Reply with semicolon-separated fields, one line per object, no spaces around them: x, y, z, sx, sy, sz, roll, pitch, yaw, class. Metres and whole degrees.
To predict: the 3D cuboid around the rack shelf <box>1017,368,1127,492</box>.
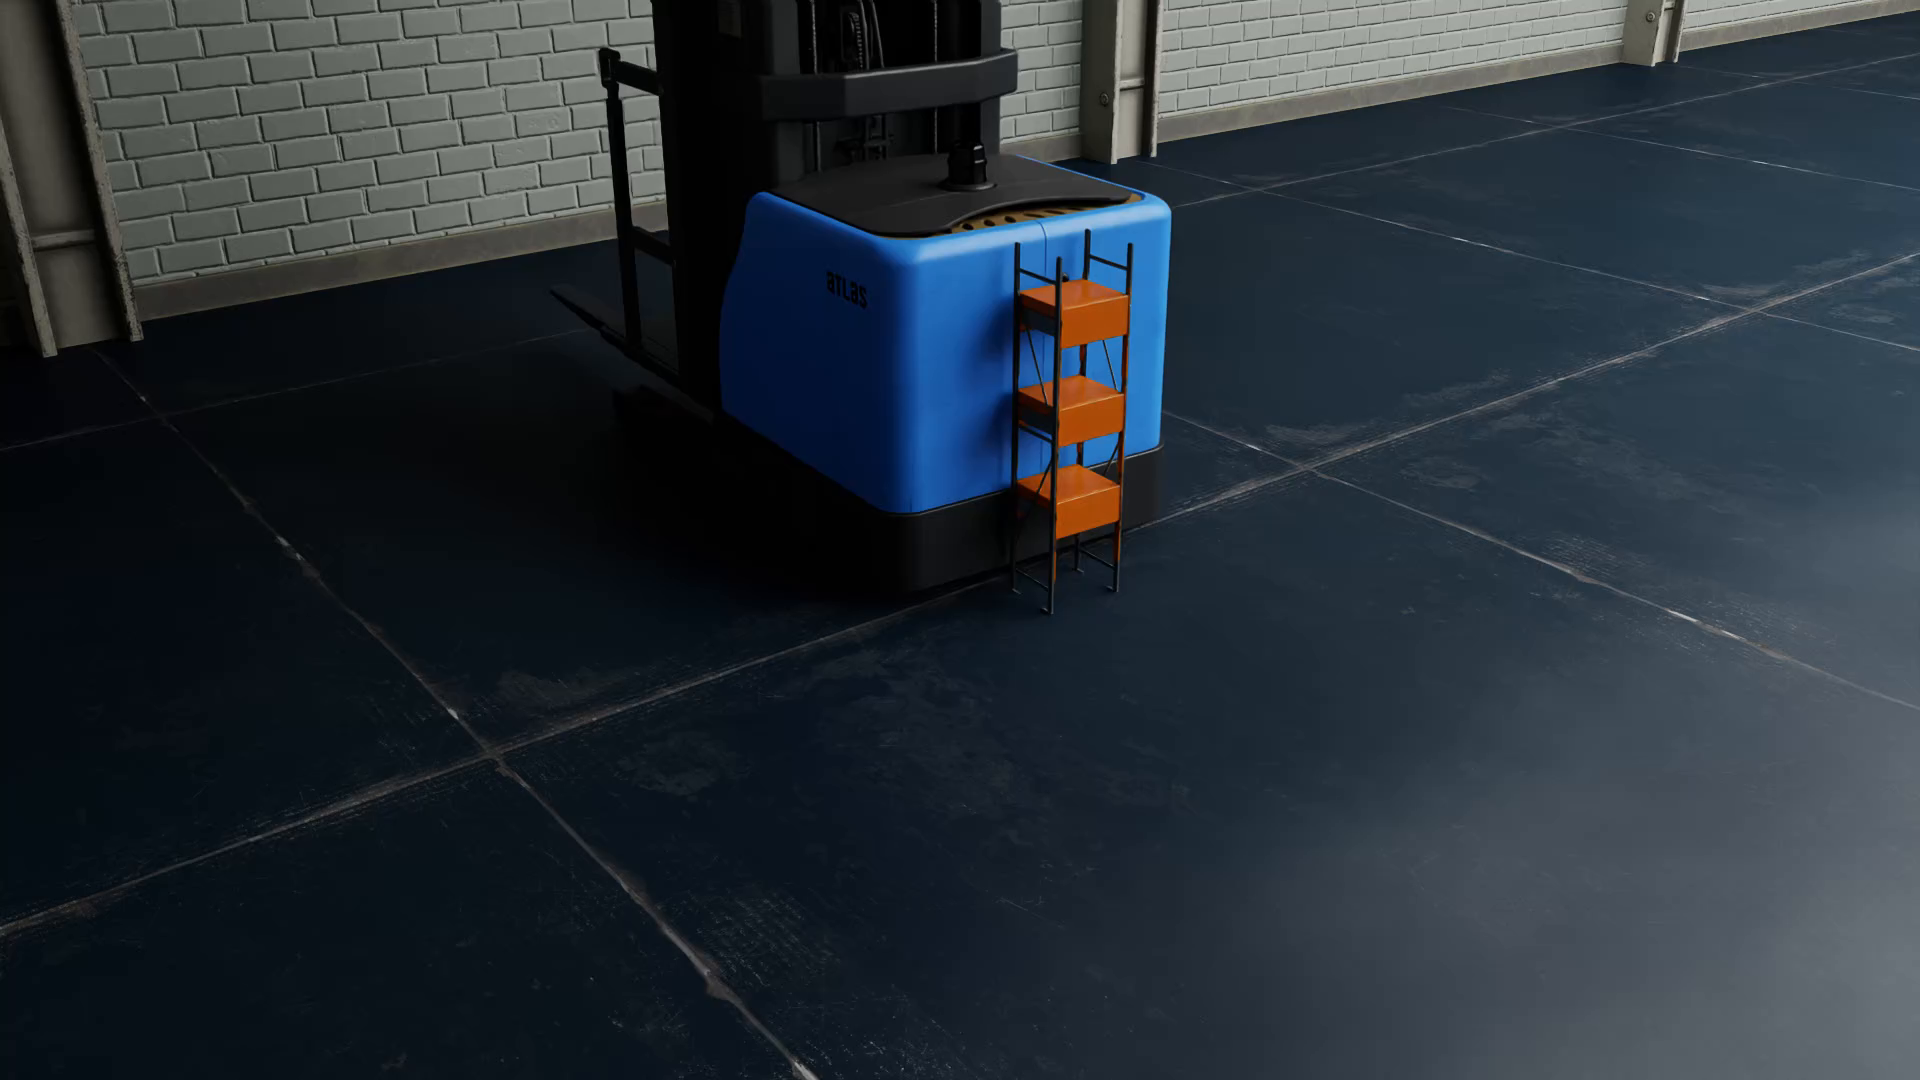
0.307;-0.314;4.706;0.240;0.259;0.215;-16;30;-31;rack shelf

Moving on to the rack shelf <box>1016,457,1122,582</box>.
0.307;-0.062;4.823;0.240;0.259;0.215;-16;30;-31;rack shelf

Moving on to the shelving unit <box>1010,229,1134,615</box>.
0.307;-0.324;4.701;0.252;1.050;0.215;-16;30;-31;shelving unit

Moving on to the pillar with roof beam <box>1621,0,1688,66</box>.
8.367;-6.629;8.844;0.400;9.000;9.100;-18;31;-34;pillar with roof beam

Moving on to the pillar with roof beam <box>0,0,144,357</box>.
-1.076;-3.512;2.127;0.400;9.000;9.100;-18;31;-34;pillar with roof beam

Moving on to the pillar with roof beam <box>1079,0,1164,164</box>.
3.646;-5.070;5.486;0.400;9.000;9.100;-18;31;-34;pillar with roof beam

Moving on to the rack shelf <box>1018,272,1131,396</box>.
0.307;-0.572;4.586;0.240;0.259;0.215;-16;30;-31;rack shelf

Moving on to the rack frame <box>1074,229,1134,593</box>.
0.407;-0.354;4.765;0.008;1.050;0.200;-16;30;-31;rack frame

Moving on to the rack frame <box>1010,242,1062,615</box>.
0.207;-0.295;4.638;0.008;1.050;0.200;-16;30;-31;rack frame

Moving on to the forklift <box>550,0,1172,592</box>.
-0.607;-1.748;5.535;1.130;2.935;3.031;-16;29;-31;forklift
